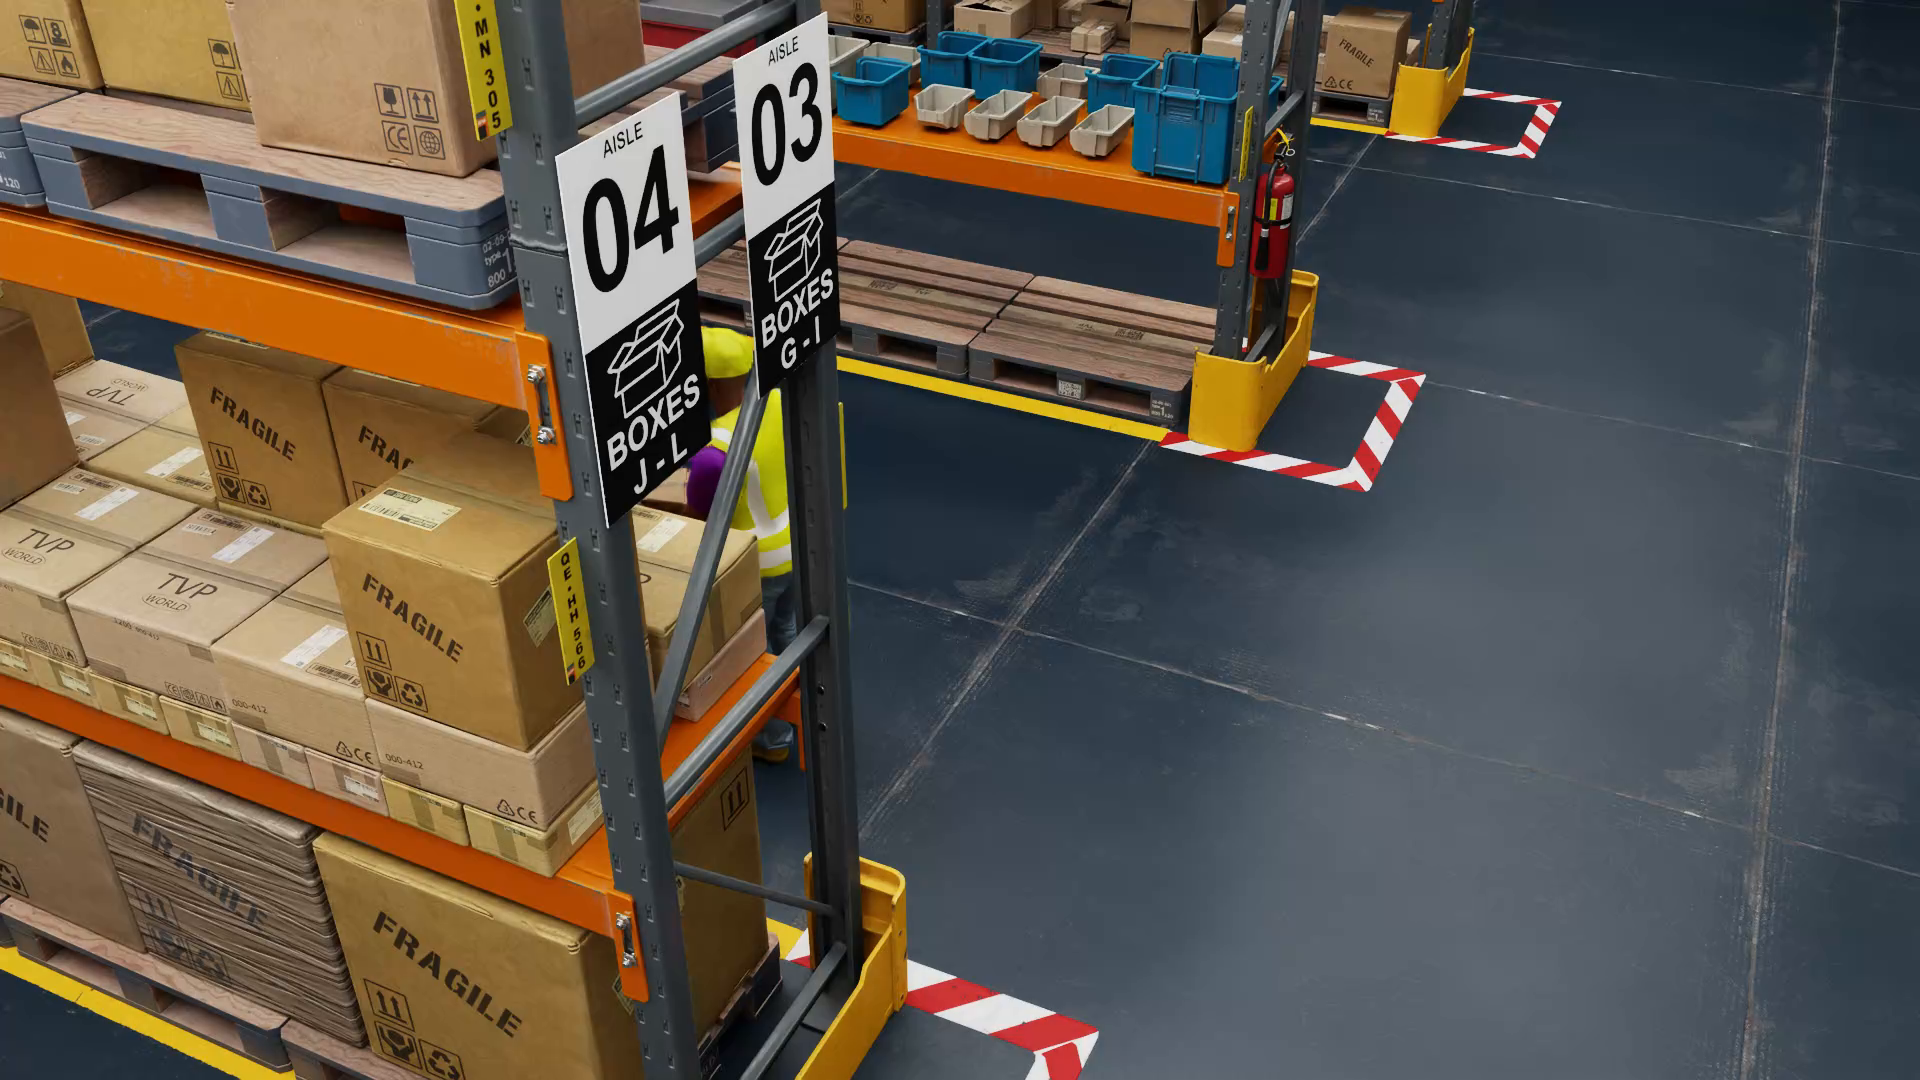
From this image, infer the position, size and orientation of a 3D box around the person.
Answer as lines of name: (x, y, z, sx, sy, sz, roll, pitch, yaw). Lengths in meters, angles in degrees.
person: (-0.820, 0.018, 6.106, 0.583, 1.750, 0.505, 14, 36, 20)
